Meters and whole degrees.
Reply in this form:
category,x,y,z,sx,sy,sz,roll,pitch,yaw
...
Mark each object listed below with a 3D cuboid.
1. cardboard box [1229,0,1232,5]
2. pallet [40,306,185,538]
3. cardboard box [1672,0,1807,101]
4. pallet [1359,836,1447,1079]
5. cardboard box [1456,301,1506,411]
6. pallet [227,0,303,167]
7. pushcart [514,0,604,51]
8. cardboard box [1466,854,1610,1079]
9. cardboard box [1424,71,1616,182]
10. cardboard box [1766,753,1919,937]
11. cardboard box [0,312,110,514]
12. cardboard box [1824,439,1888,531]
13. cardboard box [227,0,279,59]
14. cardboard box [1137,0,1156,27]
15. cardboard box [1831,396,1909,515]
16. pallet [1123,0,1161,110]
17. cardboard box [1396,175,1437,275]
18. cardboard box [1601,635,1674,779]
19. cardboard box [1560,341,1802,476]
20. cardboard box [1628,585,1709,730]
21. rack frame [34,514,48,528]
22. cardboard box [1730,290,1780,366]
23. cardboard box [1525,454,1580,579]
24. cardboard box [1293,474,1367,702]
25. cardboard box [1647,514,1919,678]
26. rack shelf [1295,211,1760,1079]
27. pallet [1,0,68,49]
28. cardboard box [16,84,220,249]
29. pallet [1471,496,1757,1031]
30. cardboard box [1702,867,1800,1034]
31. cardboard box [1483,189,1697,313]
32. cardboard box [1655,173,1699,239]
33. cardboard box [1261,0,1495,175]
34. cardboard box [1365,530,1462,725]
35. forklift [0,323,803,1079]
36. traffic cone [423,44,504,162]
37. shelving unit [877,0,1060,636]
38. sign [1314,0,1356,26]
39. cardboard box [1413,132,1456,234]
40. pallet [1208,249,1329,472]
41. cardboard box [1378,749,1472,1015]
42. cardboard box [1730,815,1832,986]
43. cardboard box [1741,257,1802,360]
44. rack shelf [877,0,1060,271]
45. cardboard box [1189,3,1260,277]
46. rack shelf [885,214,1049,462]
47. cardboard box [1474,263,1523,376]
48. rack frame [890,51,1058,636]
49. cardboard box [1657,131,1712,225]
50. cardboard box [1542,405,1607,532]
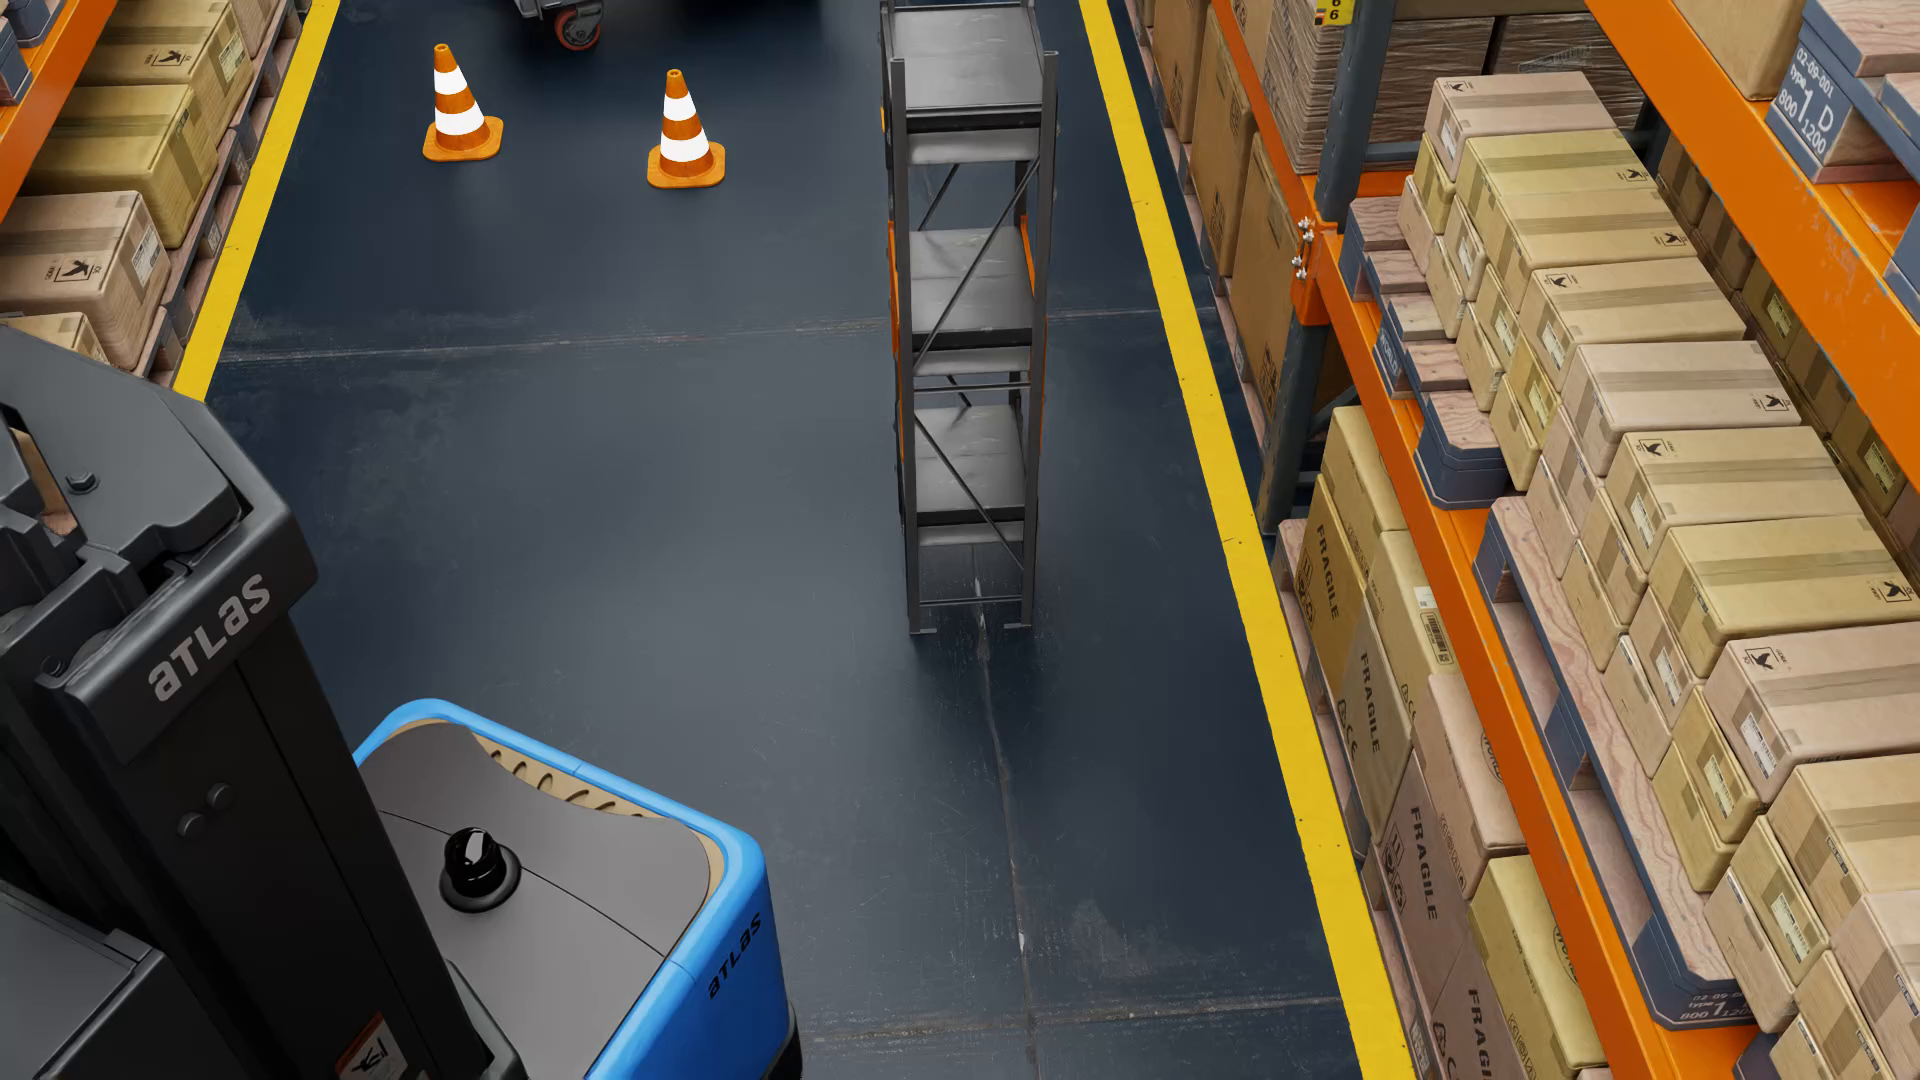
category,x,y,z,sx,sy,sz,roll,pitch,yaw
cardboard box,1.152,-2.181,5.681,0.500,0.500,0.500,-4,47,-4
pallet,-3.449,-0.347,5.934,1.003,0.211,1.213,-3,47,-3
cardboard box,1.418,-1.029,2.523,0.500,0.500,0.500,-3,47,-3
pallet,1.702,1.290,4.383,1.003,0.211,1.213,-3,47,-3
cardboard box,1.421,-0.448,3.992,0.380,0.149,0.250,-1,47,-1
pallet,-3.653,-2.113,7.606,1.003,0.211,1.213,-3,47,-3
pushcart,-1.452,-2.908,8.244,1.648,0.377,0.936,-19,49,-17
cardboard box,1.471,0.959,3.692,0.500,0.250,0.500,-5,47,-5
cardboard box,1.385,-1.028,4.132,0.380,0.149,0.250,-3,47,-3
cardboard box,1.563,0.489,2.695,0.380,0.149,0.250,-5,47,-5
cardboard box,-3.422,-0.391,5.575,0.950,0.372,0.625,-6,47,-6
cardboard box,2.121,-0.103,3.665,0.380,0.149,0.250,-5,47,-5
cardboard box,-3.674,-2.496,7.569,0.950,0.372,0.625,-3,47,-3
cardboard box,1.346,-2.936,7.725,1.050,0.750,0.750,-4,47,-3
cardboard box,2.122,-0.201,3.553,0.380,0.149,0.250,-4,47,-4
pallet,1.344,-2.496,7.969,1.003,0.211,1.213,-3,47,-3
cardboard box,1.375,-0.837,4.360,0.380,0.149,0.250,-4,47,-4
cardboard box,1.509,0.311,3.274,0.380,0.149,0.250,-5,47,-5
cardboard box,1.472,-0.272,3.416,0.380,0.149,0.250,-2,47,-1
cardboard box,1.515,0.213,3.161,0.380,0.149,0.250,-2,47,-2
rack frame,-3.385,-0.741,4.386,1.000,3.000,0.127,-3,47,-3
cardboard box,2.079,-0.478,4.021,0.380,0.149,0.250,-3,47,-3
cardboard box,1.470,-0.060,3.625,0.380,0.149,0.250,-2,47,-2
cardboard box,1.344,0.128,4.996,0.500,0.500,0.500,-5,47,-5
cardboard box,1.513,0.100,3.063,0.380,0.149,0.250,-4,47,-4
rack shelf,1.706,0.580,3.631,1.077,0.370,4.000,-3,47,-3
pallet,-3.592,-2.105,5.809,1.003,0.211,1.213,-3,47,-3
cardboard box,-3.550,-1.473,6.600,0.950,0.372,0.625,-2,47,-2
pallet,1.746,0.381,3.455,1.003,0.211,1.213,-3,47,-3
cardboard box,1.552,0.695,2.909,0.380,0.149,0.250,-5,47,-5
cardboard box,1.426,-0.659,3.783,0.380,0.149,0.250,-4,47,-4
cardboard box,2.038,-0.844,4.367,0.380,0.149,0.250,-3,47,-3
cardboard box,1.234,-1.459,4.997,0.500,0.500,0.500,-3,47,-3
cardboard box,1.398,0.223,4.389,0.500,0.250,0.500,-4,47,-4
forklift,-1.519,1.199,2.596,1.130,2.935,3.031,20,50,18
traffic cone,-2.221,-1.951,7.279,0.336,0.463,0.334,-3,47,-3
shelving unit,0.014,-0.602,4.874,0.431,2.100,0.503,-3,47,-3
sign,0.986,-1.477,4.285,0.100,0.325,0.005,-3,47,-3
cardboard box,1.379,-0.913,4.228,0.380,0.149,0.250,-2,47,-2
pallet,1.548,-0.731,6.297,1.003,0.211,1.213,-3,47,-3
cardboard box,1.437,0.862,4.300,0.500,0.500,0.500,-5,47,-4
cardboard box,1.555,0.587,2.807,0.380,0.149,0.250,-6,47,-5
cardboard box,2.083,-0.562,3.895,0.380,0.149,0.250,-2,47,-2
rack shelf,0.014,-1.074,4.376,0.431,0.518,0.480,-3,47,-3
cardboard box,1.501,-1.564,6.426,1.050,0.750,0.750,-3,47,-3
rack shelf,0.014,-0.593,4.884,0.431,0.518,0.480,-3,47,-3
cardboard box,1.430,-0.524,3.859,0.380,0.149,0.250,-5,47,-5
rack frame,0.034,-0.426,4.707,0.400,2.100,0.015,-3,47,-3
cardboard box,2.034,-0.945,4.258,0.380,0.149,0.250,-3,47,-2
cardboard box,1.471,-0.161,3.516,0.380,0.149,0.250,-3,47,-3
